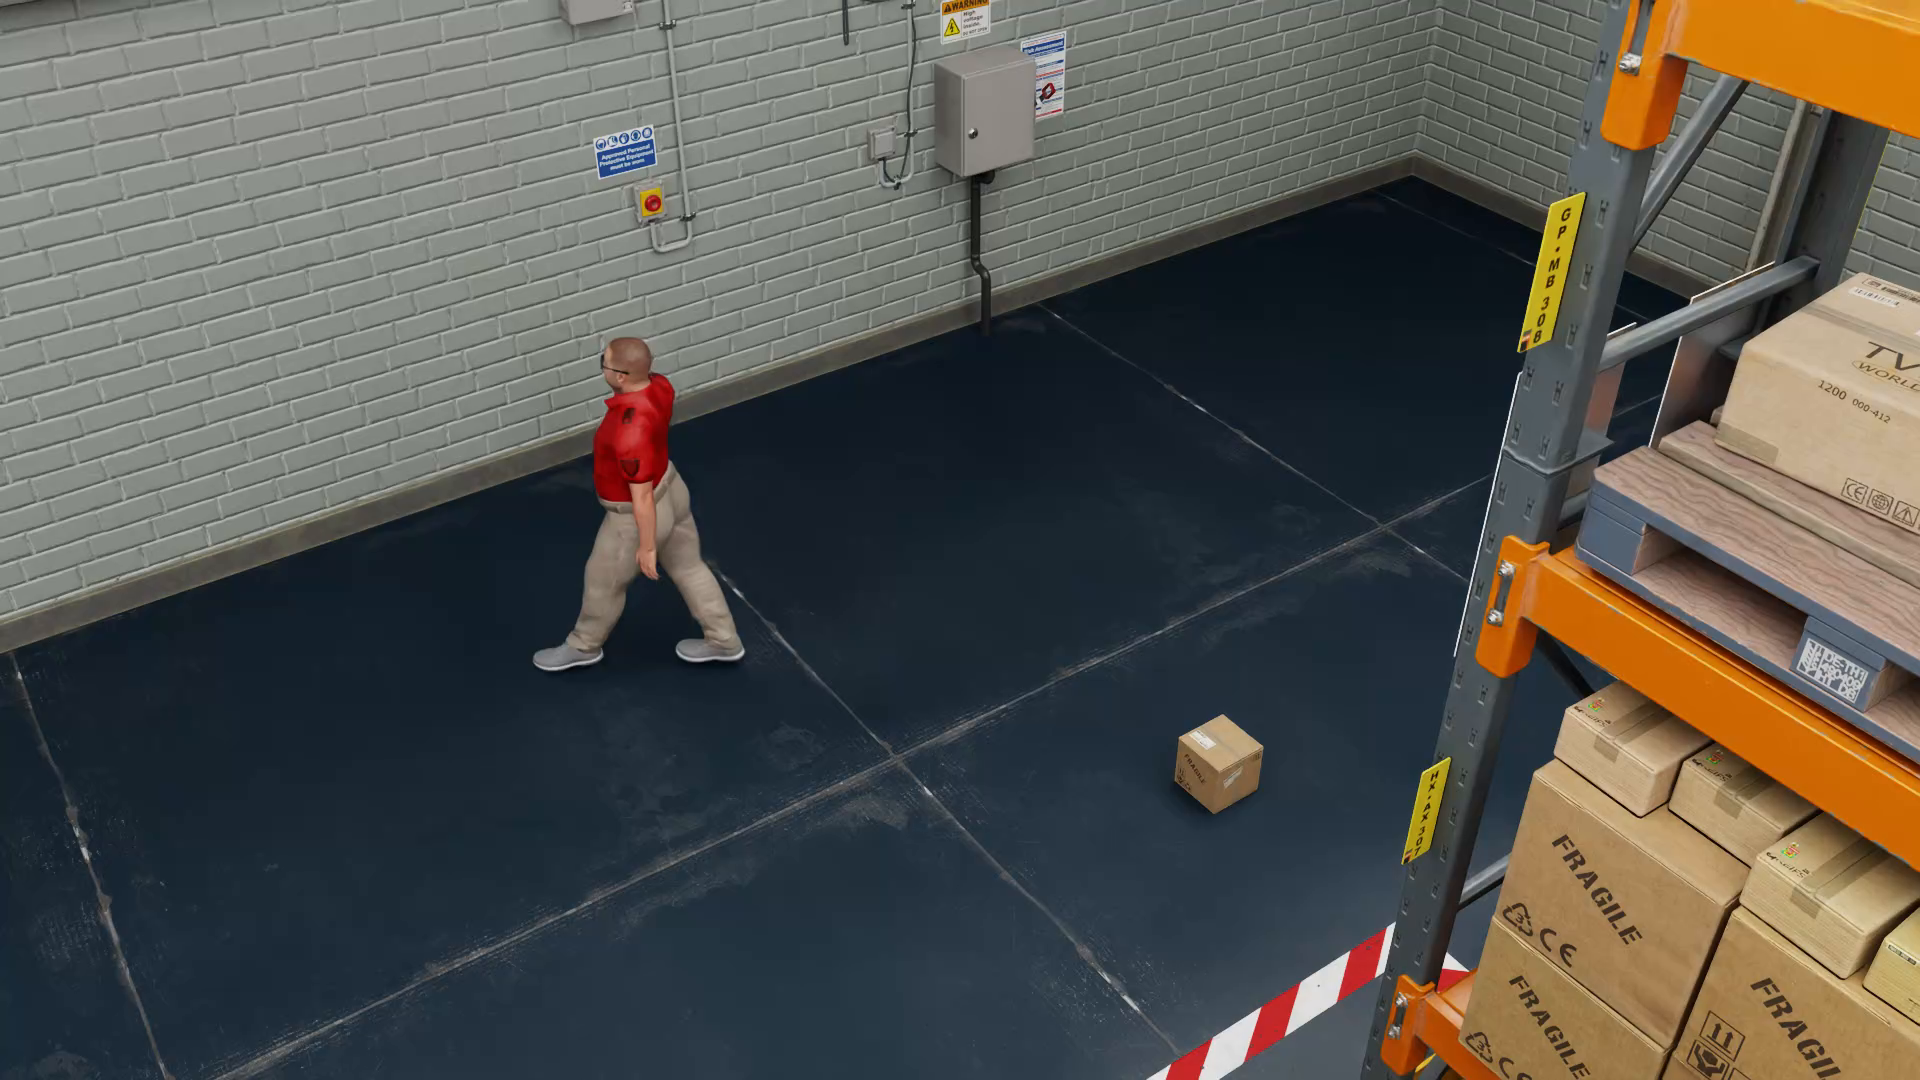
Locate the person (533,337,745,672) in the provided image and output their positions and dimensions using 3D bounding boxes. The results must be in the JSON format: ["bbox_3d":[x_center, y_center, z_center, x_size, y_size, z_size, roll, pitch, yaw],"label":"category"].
[{"bbox_3d":[-1.463,-0.155,7.214,0.951,1.685,0.576,8,37,11],"label":"person"}]
